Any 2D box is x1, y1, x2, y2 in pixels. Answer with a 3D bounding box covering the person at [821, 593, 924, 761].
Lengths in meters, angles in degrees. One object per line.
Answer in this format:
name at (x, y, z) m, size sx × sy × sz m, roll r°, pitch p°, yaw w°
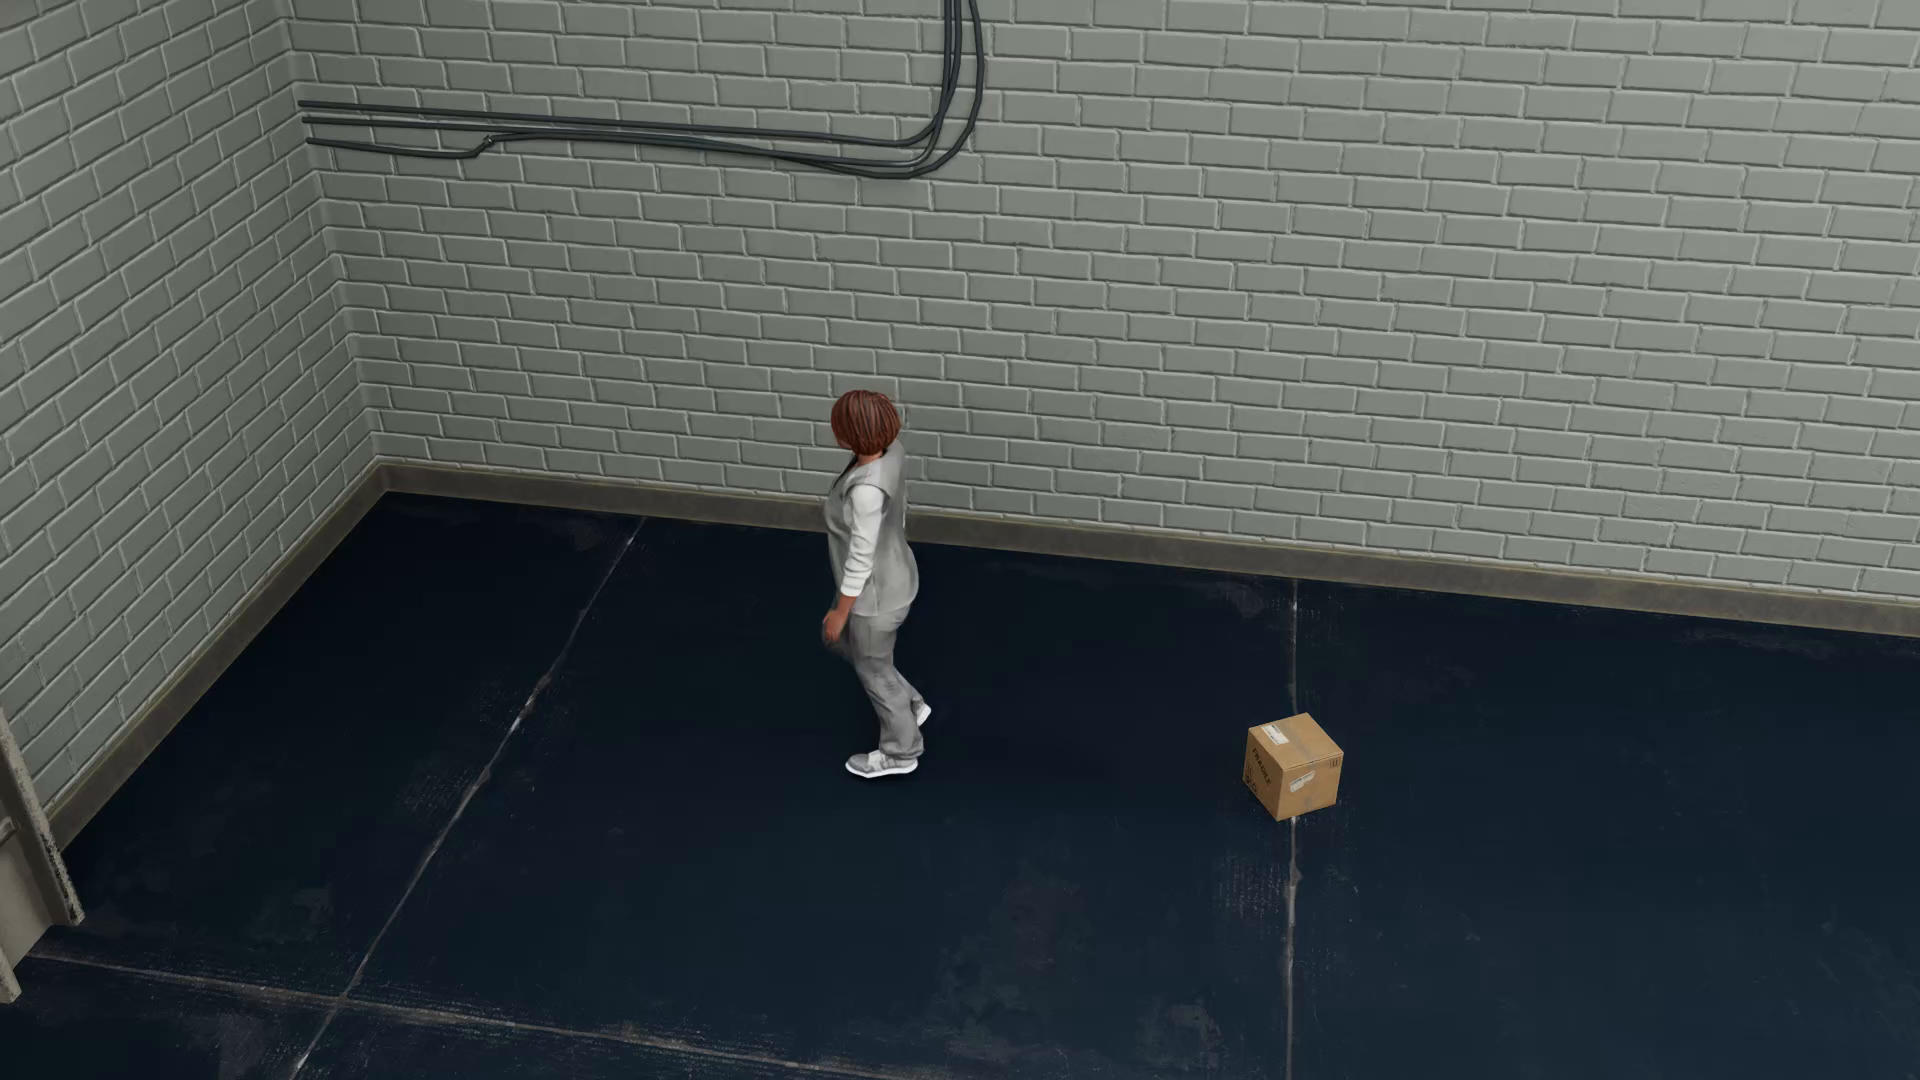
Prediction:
person at (-0.324, 0.450, 6.015) m, size 0.386 × 0.789 × 0.362 m, roll 2°, pitch 33°, yaw 3°
